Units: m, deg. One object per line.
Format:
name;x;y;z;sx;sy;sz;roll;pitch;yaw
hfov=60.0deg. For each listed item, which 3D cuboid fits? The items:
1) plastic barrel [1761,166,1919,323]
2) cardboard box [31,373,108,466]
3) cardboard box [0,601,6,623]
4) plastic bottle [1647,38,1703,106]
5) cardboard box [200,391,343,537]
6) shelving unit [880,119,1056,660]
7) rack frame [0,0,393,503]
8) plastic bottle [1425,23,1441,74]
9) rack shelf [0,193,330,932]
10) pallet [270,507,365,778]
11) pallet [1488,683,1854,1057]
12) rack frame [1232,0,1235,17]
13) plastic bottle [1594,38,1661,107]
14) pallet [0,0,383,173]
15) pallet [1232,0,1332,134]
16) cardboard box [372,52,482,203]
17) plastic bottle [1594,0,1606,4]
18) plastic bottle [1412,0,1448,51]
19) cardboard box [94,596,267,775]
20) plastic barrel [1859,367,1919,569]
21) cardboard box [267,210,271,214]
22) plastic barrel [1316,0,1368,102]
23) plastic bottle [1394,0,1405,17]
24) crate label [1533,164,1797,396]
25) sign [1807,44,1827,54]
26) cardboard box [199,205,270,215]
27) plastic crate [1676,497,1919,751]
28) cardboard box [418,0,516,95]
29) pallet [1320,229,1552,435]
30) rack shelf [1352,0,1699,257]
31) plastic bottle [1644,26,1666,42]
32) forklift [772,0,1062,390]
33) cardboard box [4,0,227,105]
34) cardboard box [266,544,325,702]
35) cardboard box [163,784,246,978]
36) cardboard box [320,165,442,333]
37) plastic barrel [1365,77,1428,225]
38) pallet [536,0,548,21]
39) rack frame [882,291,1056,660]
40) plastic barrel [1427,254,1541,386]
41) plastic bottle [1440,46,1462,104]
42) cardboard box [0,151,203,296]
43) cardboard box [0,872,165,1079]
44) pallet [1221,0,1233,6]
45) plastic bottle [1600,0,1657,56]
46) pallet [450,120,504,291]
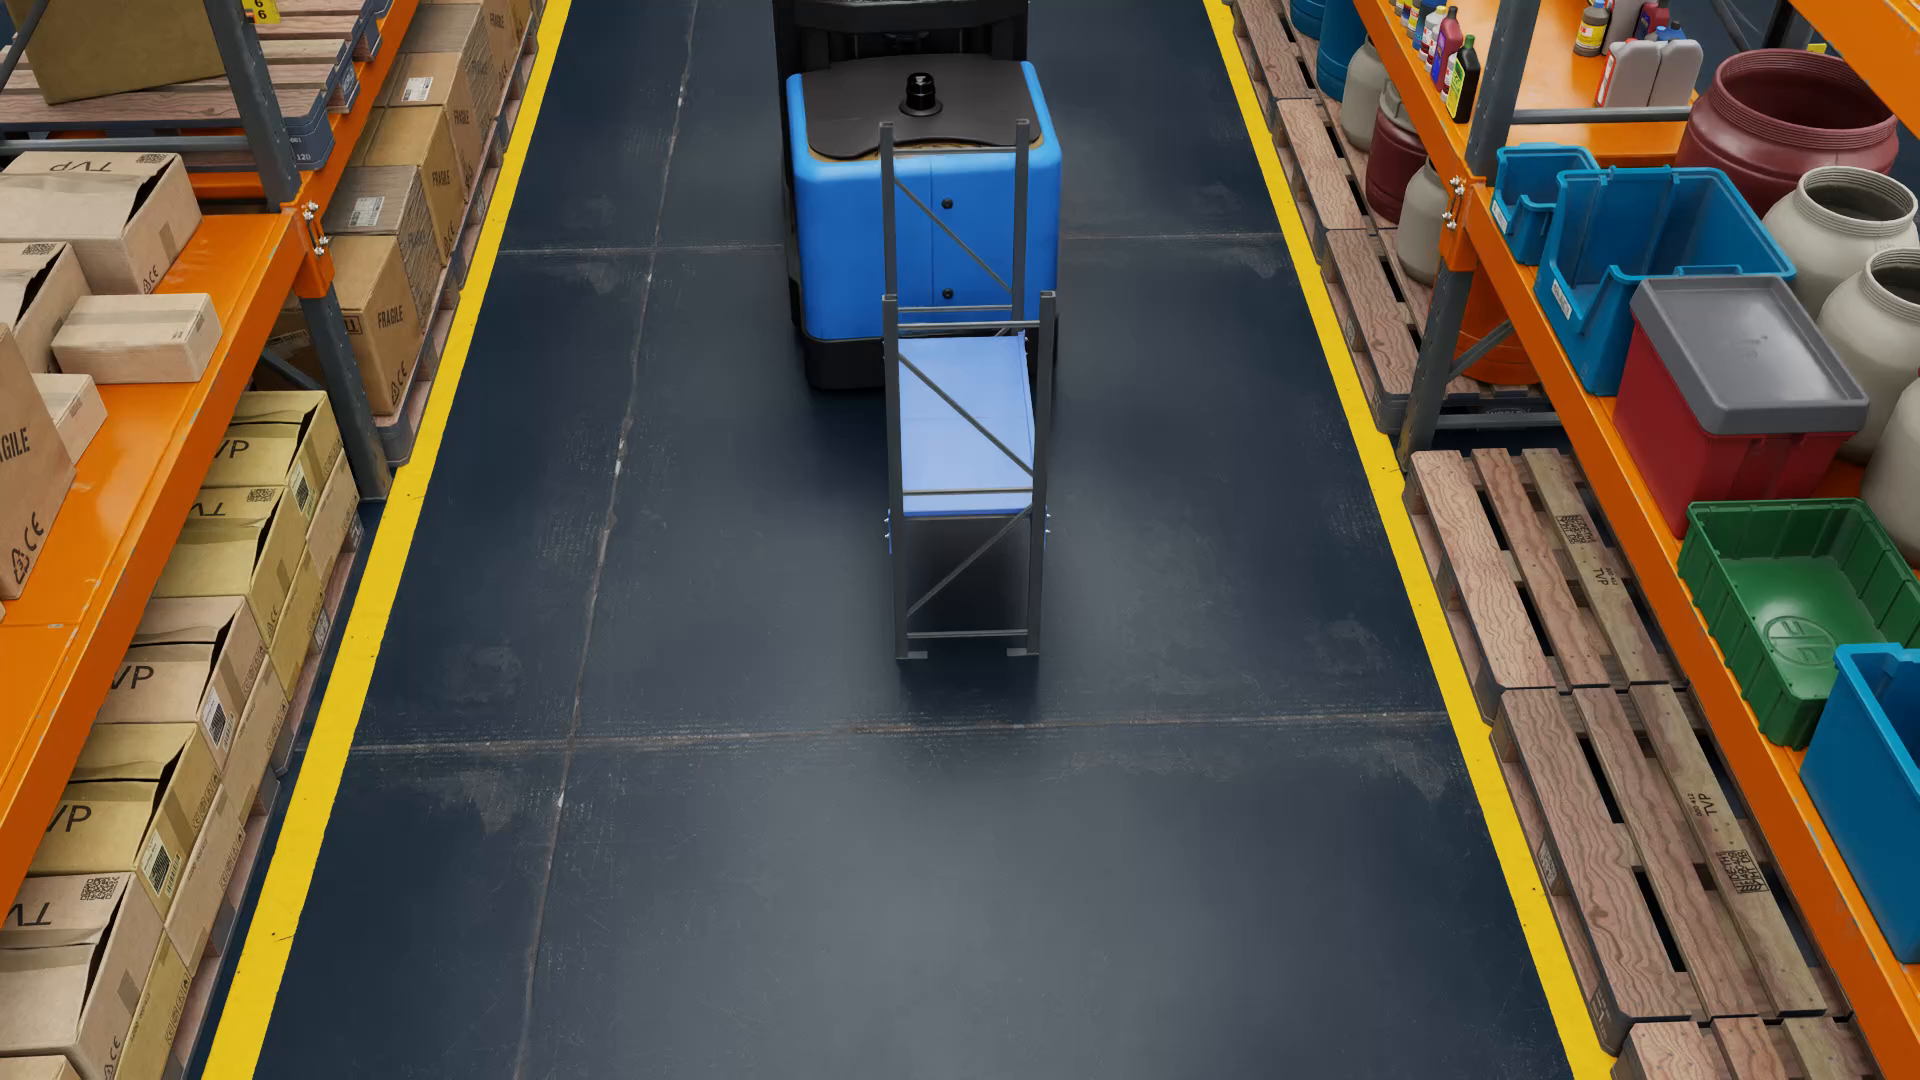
plastic barrel;2.494;-0.773;4.790;0.421;0.512;0.421;0;43;0
cardboard box;-2.602;-0.328;4.574;0.380;0.149;0.250;1;43;1
cardboard box;-2.603;0.171;3.770;0.500;0.500;0.500;-2;43;-2
plastic bottle;2.541;-1.675;5.950;0.152;0.276;0.135;-2;43;-2
cardboard box;-2.444;-0.281;5.646;0.500;0.311;0.500;-1;43;-1
shelving unit;0.004;-0.495;5.680;0.538;1.500;1.048;-2;43;-2
rack frame;-2.712;-1.280;5.427;1.000;3.000;0.127;-2;43;-2
plastic bottle;1.797;-1.841;6.186;0.097;0.201;0.097;0;43;0
rack shelf;-2.628;0.335;4.197;1.077;0.370;4.000;-2;43;-2
pallet;-2.717;0.305;5.761;1.003;0.211;1.213;-2;43;-2
pallet;2.279;0.954;5.053;1.003;0.211;1.213;-2;43;-2
rack frame;2.067;-4.120;8.525;1.000;3.000;0.127;-2;43;-2
plastic bottle;2.389;-1.671;5.945;0.152;0.276;0.135;-2;43;-2
pallet;-2.811;-1.665;5.988;1.213;0.211;1.003;-2;43;-2
pallet;2.058;-2.570;8.898;1.003;0.211;1.213;-2;43;-2
cardboard box;-2.518;-1.880;7.606;0.500;0.500;0.500;-3;43;-3
plastic bottle;2.483;-2.063;6.376;0.097;0.271;0.097;0;43;0
plastic bottle;1.788;-1.999;6.306;0.097;0.271;0.097;0;43;0
cardboard box;-2.397;0.410;4.892;0.500;0.311;0.500;-2;43;-2
plastic barrel;2.535;-0.209;4.157;0.433;0.535;0.433;0;43;0
cardboard box;-2.987;-1.145;6.804;0.500;0.500;0.500;0;43;0
plastic barrel;2.103;-2.656;8.169;0.600;0.901;0.708;-2;43;-2
plastic bottle;1.776;-2.170;6.545;0.097;0.201;0.097;0;43;0
crate label;2.009;-0.754;4.827;0.502;0.435;0.616;-2;43;-2
sign;2.786;-1.500;5.546;0.100;0.325;0.005;-2;43;-2
cardboard box;-2.993;-1.460;6.592;0.500;0.250;0.500;0;43;0
plastic crate;2.050;0.191;3.978;0.450;0.188;0.662;-2;43;-2
cardboard box;-2.562;-2.562;8.350;0.500;0.500;0.500;-2;43;-2
pallet;2.161;-0.923;7.100;1.003;0.211;1.213;-2;43;-2
rack shelf;2.152;-2.505;7.295;1.077;0.370;4.000;-2;43;-2
plastic bottle;2.559;-1.793;6.133;0.097;0.201;0.097;0;43;0
forklift;-0.282;-2.693;7.018;1.130;2.935;3.031;-5;43;-5
cardboard box;-2.852;-1.894;5.711;0.700;0.500;0.500;-15;45;-16
cardboard box;-2.421;0.275;5.454;0.500;0.250;0.500;-2;43;-2
cardboard box;-2.378;0.962;4.705;0.500;0.250;0.500;-1;43;-1
cardboard box;-2.474;-1.190;6.852;0.500;0.500;0.500;-3;43;-3
plastic barrel;2.151;-1.778;7.443;0.600;0.588;0.708;-2;43;-2
pallet;-2.911;-3.416;9.821;1.003;0.211;1.213;-2;43;-2
rack frame;0.025;-0.152;5.306;0.500;1.500;0.032;-2;43;-2
plastic barrel;2.199;-1.104;6.530;0.600;0.830;0.708;-2;43;-2
plastic bottle;1.806;-1.686;6.016;0.097;0.201;0.097;0;43;0
cardboard box;-2.741;-1.000;5.187;0.500;0.311;0.500;1;43;1
cardboard box;-2.351;1.099;4.140;0.500;0.311;0.500;-3;43;-3
pallet;1.997;-3.587;10.008;1.003;0.211;1.213;-2;43;-2
plastic bottle;2.521;-1.988;6.290;0.152;0.276;0.135;-2;43;-2
pallet;-2.755;-1.579;7.816;1.003;0.211;1.213;-2;43;-2
